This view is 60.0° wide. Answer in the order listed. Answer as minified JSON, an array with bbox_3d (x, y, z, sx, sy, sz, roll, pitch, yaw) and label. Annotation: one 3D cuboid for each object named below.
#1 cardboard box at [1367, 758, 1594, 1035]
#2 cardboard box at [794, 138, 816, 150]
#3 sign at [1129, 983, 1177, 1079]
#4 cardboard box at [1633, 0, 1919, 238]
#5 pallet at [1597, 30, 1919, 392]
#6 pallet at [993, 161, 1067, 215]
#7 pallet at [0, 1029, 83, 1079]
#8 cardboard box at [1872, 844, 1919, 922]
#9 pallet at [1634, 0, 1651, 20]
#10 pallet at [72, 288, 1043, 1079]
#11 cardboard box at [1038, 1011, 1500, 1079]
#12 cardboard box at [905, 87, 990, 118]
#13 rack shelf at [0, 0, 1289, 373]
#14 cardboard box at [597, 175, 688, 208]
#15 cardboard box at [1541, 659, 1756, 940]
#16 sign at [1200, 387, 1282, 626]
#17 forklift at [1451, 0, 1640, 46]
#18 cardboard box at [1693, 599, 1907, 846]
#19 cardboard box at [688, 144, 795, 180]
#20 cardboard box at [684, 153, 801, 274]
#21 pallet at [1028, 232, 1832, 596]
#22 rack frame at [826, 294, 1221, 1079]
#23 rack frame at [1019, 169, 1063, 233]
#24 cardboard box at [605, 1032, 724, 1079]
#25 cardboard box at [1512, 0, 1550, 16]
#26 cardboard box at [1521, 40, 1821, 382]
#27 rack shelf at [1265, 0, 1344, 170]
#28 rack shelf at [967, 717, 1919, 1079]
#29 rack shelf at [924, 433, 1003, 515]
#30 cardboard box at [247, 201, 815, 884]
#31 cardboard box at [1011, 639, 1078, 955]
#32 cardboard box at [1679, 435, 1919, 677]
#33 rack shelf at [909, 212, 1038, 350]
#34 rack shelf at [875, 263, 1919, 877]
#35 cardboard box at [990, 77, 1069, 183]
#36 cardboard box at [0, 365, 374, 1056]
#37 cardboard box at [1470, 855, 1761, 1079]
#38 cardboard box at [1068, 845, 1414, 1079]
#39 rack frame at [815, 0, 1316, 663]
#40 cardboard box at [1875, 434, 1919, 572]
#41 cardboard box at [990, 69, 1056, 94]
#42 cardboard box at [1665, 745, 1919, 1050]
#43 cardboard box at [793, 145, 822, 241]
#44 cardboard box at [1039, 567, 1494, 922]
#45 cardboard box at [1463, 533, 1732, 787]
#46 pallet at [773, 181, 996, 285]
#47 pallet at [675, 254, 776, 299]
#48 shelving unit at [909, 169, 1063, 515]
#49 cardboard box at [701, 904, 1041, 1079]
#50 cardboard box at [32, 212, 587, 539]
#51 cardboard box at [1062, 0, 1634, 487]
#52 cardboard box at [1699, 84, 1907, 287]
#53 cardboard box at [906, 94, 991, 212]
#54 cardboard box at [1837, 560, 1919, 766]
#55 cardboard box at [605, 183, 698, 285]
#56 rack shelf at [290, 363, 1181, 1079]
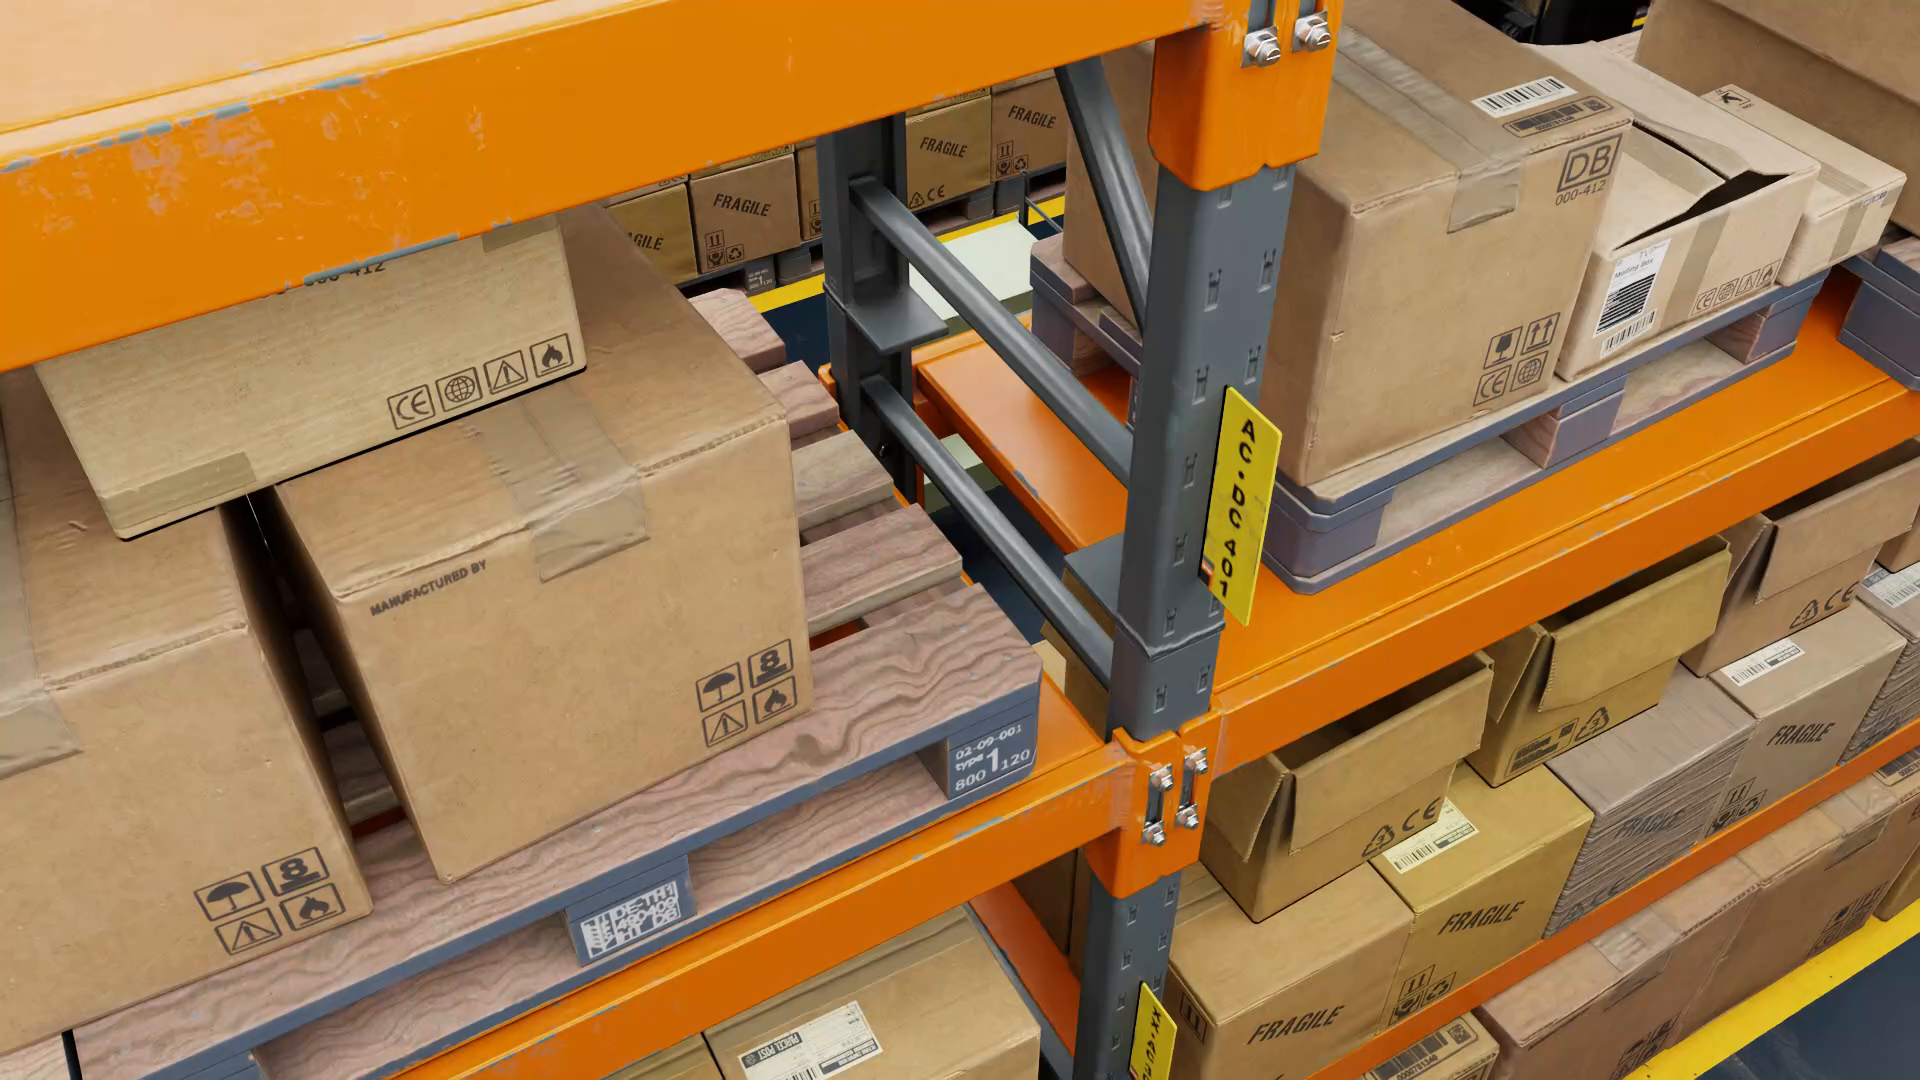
[{"bbox_3d":[1.024,0.701,3.802,0.500,0.500,0.500,-22,48,-21],"label":"cardboard box"},{"bbox_3d":[-0.641,-2.090,7.704,0.500,0.250,0.500,-20,48,-19],"label":"cardboard box"},{"bbox_3d":[0.343,0.916,2.974,0.005,0.325,0.100,-22,48,-21],"label":"sign"},{"bbox_3d":[1.773,-1.010,3.107,0.637,0.503,0.797,-22,48,-21],"label":"cardboard box"},{"bbox_3d":[2.033,-0.831,3.434,1.213,0.211,1.003,-20,47,-19],"label":"pallet"},{"bbox_3d":[0.472,-2.227,8.893,1.213,0.211,1.003,-22,48,-21],"label":"pallet"},{"bbox_3d":[-1.706,0.574,1.915,1.213,0.211,1.003,-22,48,-21],"label":"pallet"},{"bbox_3d":[2.925,0.371,5.438,0.875,0.875,1.225,-24,49,-23],"label":"cardboard box"},{"bbox_3d":[3.987,-3.571,10.278,1.213,0.211,1.003,-22,48,-21],"label":"pallet"},{"bbox_3d":[-0.649,0.153,2.348,1.213,0.211,1.003,-22,48,-21],"label":"pallet"},{"bbox_3d":[0.610,1.298,4.483,0.875,0.875,1.225,-22,48,-21],"label":"cardboard box"},{"bbox_3d":[-0.193,-2.276,7.896,0.500,0.250,0.500,-21,48,-20],"label":"cardboard box"},{"bbox_3d":[-1.669,-0.137,1.233,4.000,0.370,1.077,-22,48,-21],"label":"rack shelf"},{"bbox_3d":[-1.546,-1.729,7.333,0.500,0.250,0.500,-24,49,-23],"label":"cardboard box"},{"bbox_3d":[1.458,0.528,3.981,0.500,0.500,0.500,-23,49,-22],"label":"cardboard box"},{"bbox_3d":[0.343,-0.035,2.051,0.005,0.325,0.100,-22,48,-21],"label":"sign"},{"bbox_3d":[2.572,-1.980,6.686,3.031,2.935,1.130,-19,47,-19],"label":"forklift"},{"bbox_3d":[1.904,0.345,4.169,0.500,0.500,0.500,-21,48,-20],"label":"cardboard box"},{"bbox_3d":[-1.085,-1.916,7.525,0.500,0.250,0.500,-21,48,-20],"label":"cardboard box"},{"bbox_3d":[-1.087,-1.644,7.784,0.500,0.500,0.500,-20,48,-19],"label":"cardboard box"},{"bbox_3d":[0.836,-0.435,3.028,1.217,0.209,0.805,-24,49,-22],"label":"pallet"},{"bbox_3d":[0.065,0.921,3.648,0.127,3.000,1.000,-22,48,-21],"label":"rack frame"},{"bbox_3d":[0.323,-0.668,6.361,0.023,1.500,0.400,-22,48,-21],"label":"rack frame"},{"bbox_3d":[-0.637,1.091,2.828,0.500,0.500,0.500,-21,48,-21],"label":"cardboard box"},{"bbox_3d":[3.287,-3.627,9.647,0.750,0.750,1.050,-22,48,-21],"label":"cardboard box"},{"bbox_3d":[1.061,-0.601,2.824,0.500,0.311,0.500,-23,49,-22],"label":"cardboard box"},{"bbox_3d":[1.799,-1.525,2.663,4.000,0.370,1.077,-22,48,-21],"label":"rack shelf"},{"bbox_3d":[1.799,0.485,4.613,4.000,0.370,1.077,-22,48,-21],"label":"rack shelf"},{"bbox_3d":[0.006,-0.307,6.457,0.720,0.370,0.431,-22,48,-21],"label":"rack shelf"},{"bbox_3d":[-0.583,-0.071,2.070,0.500,0.500,0.700,-25,49,-23],"label":"cardboard box"},{"bbox_3d":[0.335,0.557,3.950,0.500,0.500,0.500,-22,48,-21],"label":"cardboard box"},{"bbox_3d":[1.747,-0.158,3.967,0.637,0.503,0.797,-20,48,-20],"label":"cardboard box"},{"bbox_3d":[0.006,-0.821,5.958,0.720,0.370,0.431,-22,48,-21],"label":"rack shelf"},{"bbox_3d":[1.799,-0.592,3.569,4.000,0.370,1.077,-22,48,-21],"label":"rack shelf"},{"bbox_3d":[0.258,-2.187,8.343,0.500,0.500,0.500,-20,48,-19],"label":"cardboard box"},{"bbox_3d":[-1.052,0.113,1.880,0.500,0.500,0.700,-19,47,-19],"label":"cardboard box"},{"bbox_3d":[1.385,0.988,4.803,0.875,0.875,1.225,-23,49,-22],"label":"cardboard box"},{"bbox_3d":[0.589,0.876,3.622,0.500,0.500,0.500,-22,48,-21],"label":"cardboard box"},{"bbox_3d":[0.065,-1.232,1.558,0.127,3.000,1.000,-22,48,-21],"label":"rack frame"},{"bbox_3d":[2.325,-0.395,4.211,0.637,0.503,0.797,-21,48,-20],"label":"cardboard box"},{"bbox_3d":[0.255,-2.443,8.068,0.500,0.250,0.500,-21,48,-20],"label":"cardboard box"},{"bbox_3d":[2.148,0.676,5.124,0.875,0.875,1.225,-22,48,-21],"label":"cardboard box"},{"bbox_3d":[-0.640,-1.834,7.979,0.500,0.500,0.500,-21,48,-20],"label":"cardboard box"},{"bbox_3d":[0.615,0.298,3.497,0.637,0.503,0.797,-23,49,-22],"label":"cardboard box"},{"bbox_3d":[1.216,0.067,3.735,0.637,0.503,0.797,-21,48,-21],"label":"cardboard box"},{"bbox_3d":[-0.585,-1.806,8.459,1.213,0.211,1.003,-22,48,-21],"label":"pallet"},{"bbox_3d":[-1.644,-1.380,8.020,1.213,0.211,1.003,-22,48,-21],"label":"pallet"},{"bbox_3d":[0.006,-0.541,6.230,0.755,1.500,0.431,-22,48,-21],"label":"shelving unit"},{"bbox_3d":[-0.200,0.919,3.004,0.500,0.500,0.500,-20,48,-20],"label":"cardboard box"},{"bbox_3d":[-0.753,-0.325,1.794,0.500,0.250,0.500,-25,49,-23],"label":"cardboard box"},{"bbox_3d":[0.563,-0.550,2.636,0.500,0.500,0.700,-21,48,-20],"label":"cardboard box"},{"bbox_3d":[1.431,-0.642,2.983,0.250,0.149,0.380,-24,49,-23],"label":"cardboard box"},{"bbox_3d":[-0.193,-1.994,8.144,0.500,0.500,0.500,-24,49,-23],"label":"cardboard box"},{"bbox_3d":[2.345,0.169,4.350,0.500,0.500,0.500,-23,49,-22],"label":"cardboard box"},{"bbox_3d":[-1.545,-1.460,7.593,0.500,0.500,0.500,-20,48,-19],"label":"cardboard box"},{"bbox_3d":[-1.669,0.796,2.139,4.000,0.370,1.077,-22,48,-21],"label":"rack shelf"}]
